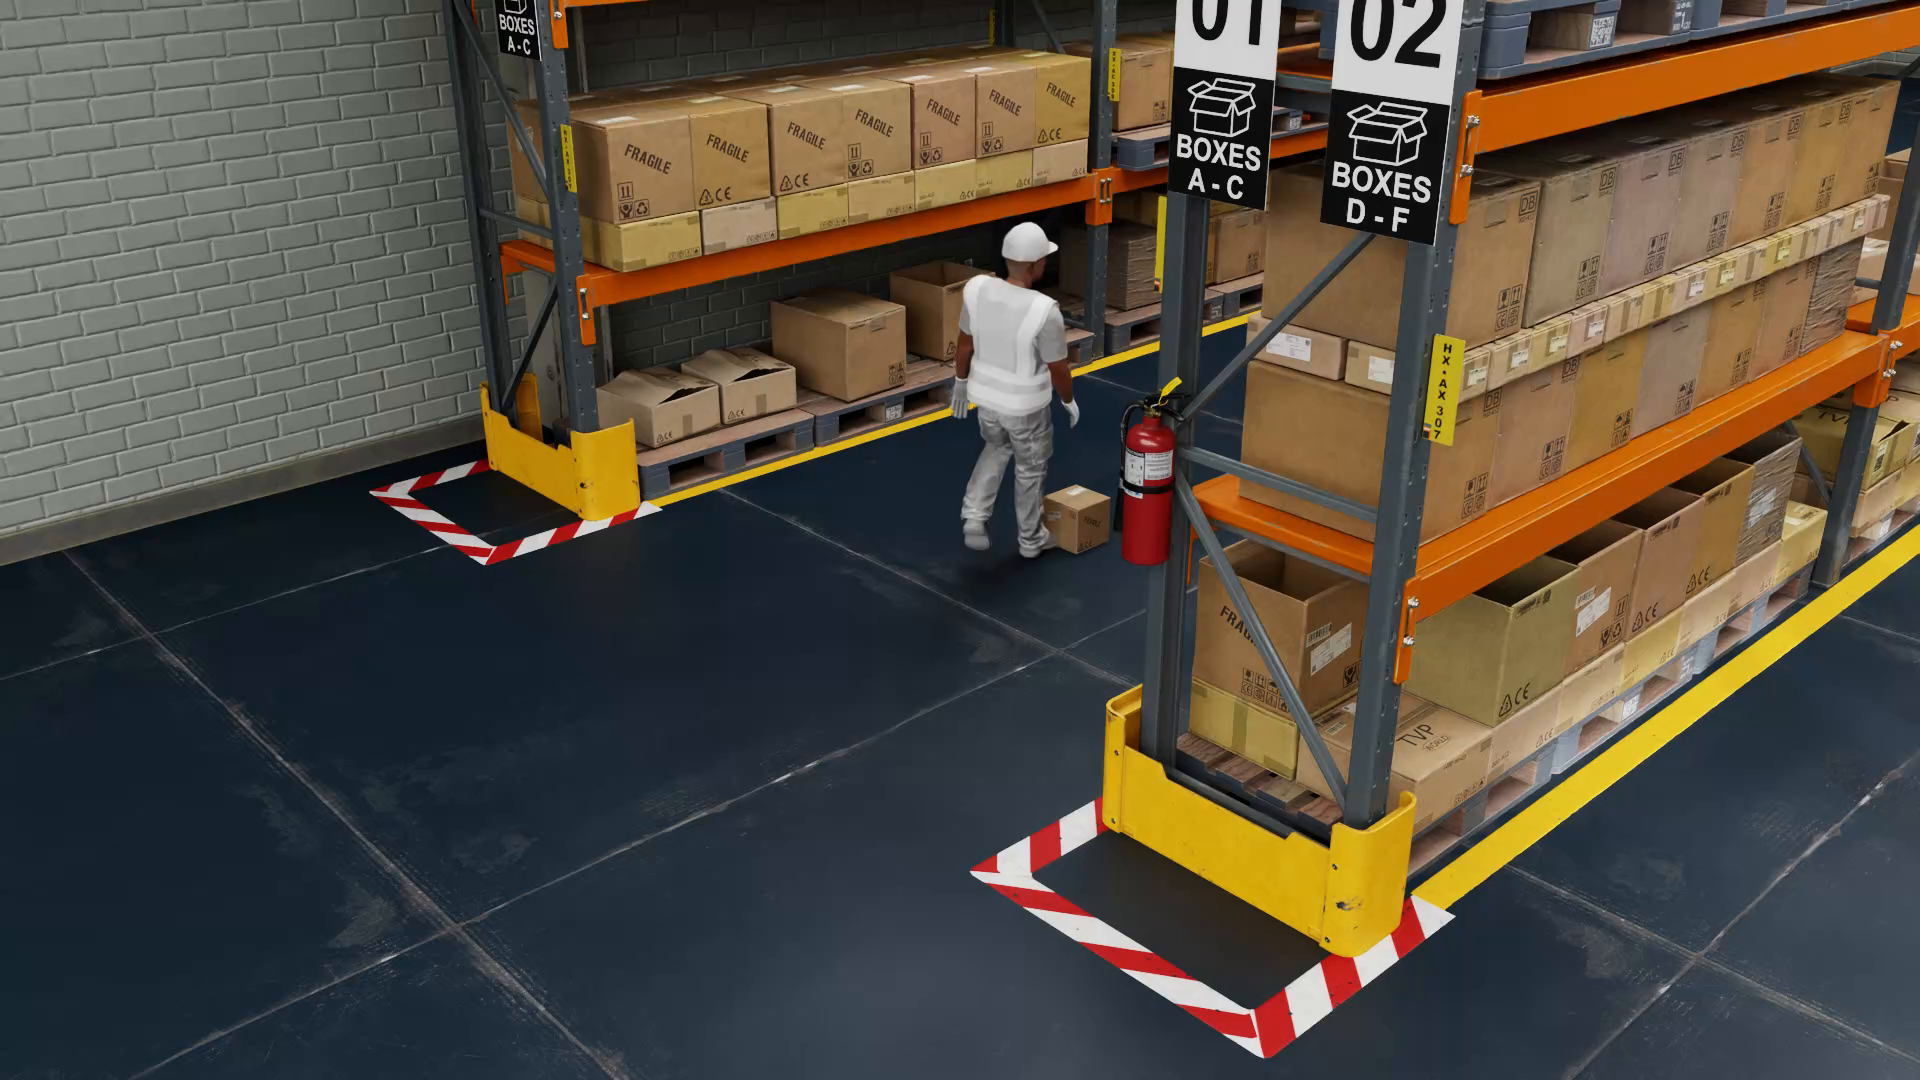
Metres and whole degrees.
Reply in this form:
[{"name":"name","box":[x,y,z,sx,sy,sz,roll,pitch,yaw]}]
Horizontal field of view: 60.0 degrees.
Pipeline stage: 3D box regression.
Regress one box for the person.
[{"name":"person","box":[0.319,-0.712,8.144,0.639,1.773,0.655,17,29,34]}]
